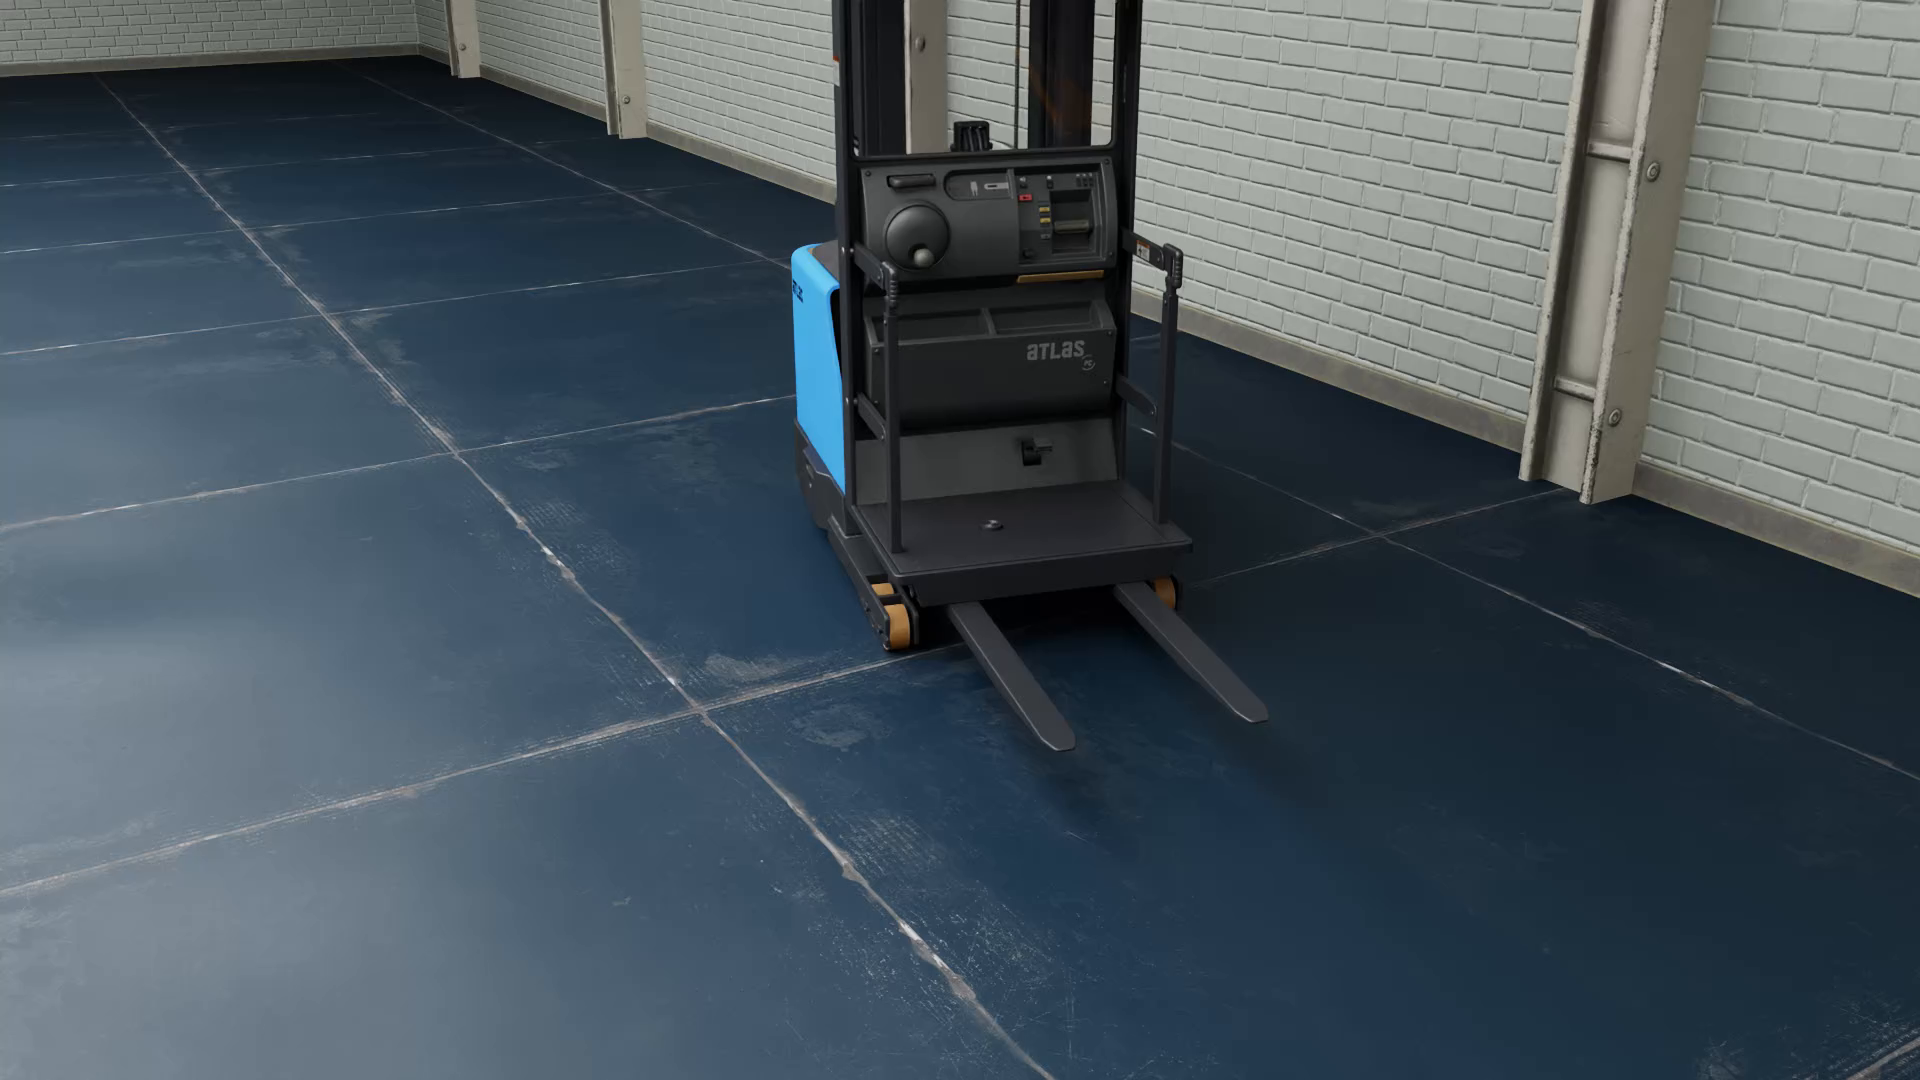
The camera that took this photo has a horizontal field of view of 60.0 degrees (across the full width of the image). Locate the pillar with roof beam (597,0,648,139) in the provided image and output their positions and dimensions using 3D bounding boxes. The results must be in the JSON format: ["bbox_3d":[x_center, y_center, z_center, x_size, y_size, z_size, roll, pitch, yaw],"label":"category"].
[{"bbox_3d":[-7.082,-7.471,13.242,9.100,9.000,0.400,-13,25,-28],"label":"pillar with roof beam"}]

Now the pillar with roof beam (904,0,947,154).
[{"bbox_3d":[-4.017,-5.529,8.463,9.100,9.000,0.400,-13,25,-28],"label":"pillar with roof beam"}]

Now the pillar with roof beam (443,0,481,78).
[{"bbox_3d":[-10.147,-9.413,18.020,9.100,9.000,0.400,-13,25,-28],"label":"pillar with roof beam"}]

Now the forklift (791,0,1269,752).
[{"bbox_3d":[0.173,-1.133,5.706,1.130,2.935,3.031,-6,23,-15],"label":"forklift"}]

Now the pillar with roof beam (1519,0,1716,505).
[{"bbox_3d":[-0.952,-3.587,3.685,9.100,9.000,0.400,-13,25,-28],"label":"pillar with roof beam"}]
